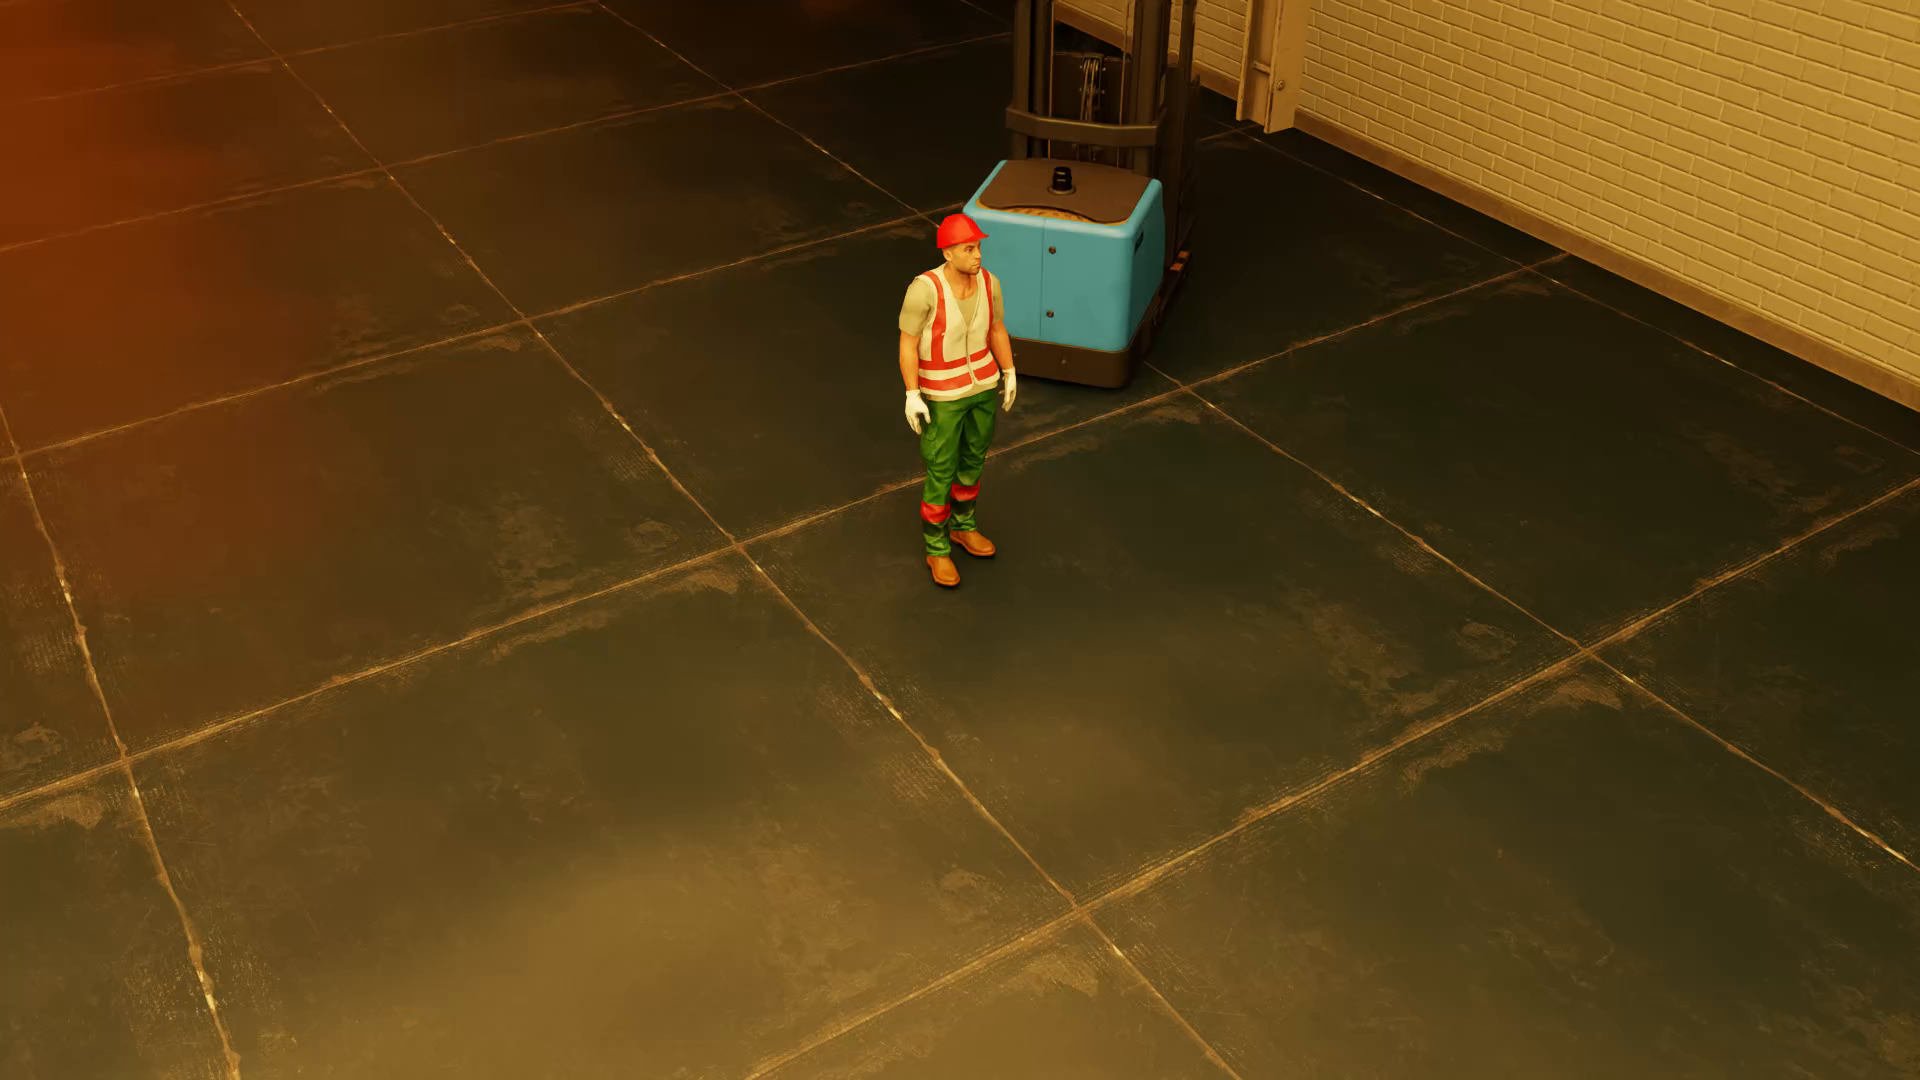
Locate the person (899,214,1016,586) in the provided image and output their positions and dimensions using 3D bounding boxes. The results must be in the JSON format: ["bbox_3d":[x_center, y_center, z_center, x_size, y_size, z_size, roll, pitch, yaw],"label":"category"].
[{"bbox_3d":[0.035,-0.695,8.119,0.638,1.789,0.562,-21,40,-27],"label":"person"}]

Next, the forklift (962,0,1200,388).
[{"bbox_3d":[0.939,-2.944,10.338,1.130,2.935,3.031,11,36,15],"label":"forklift"}]
